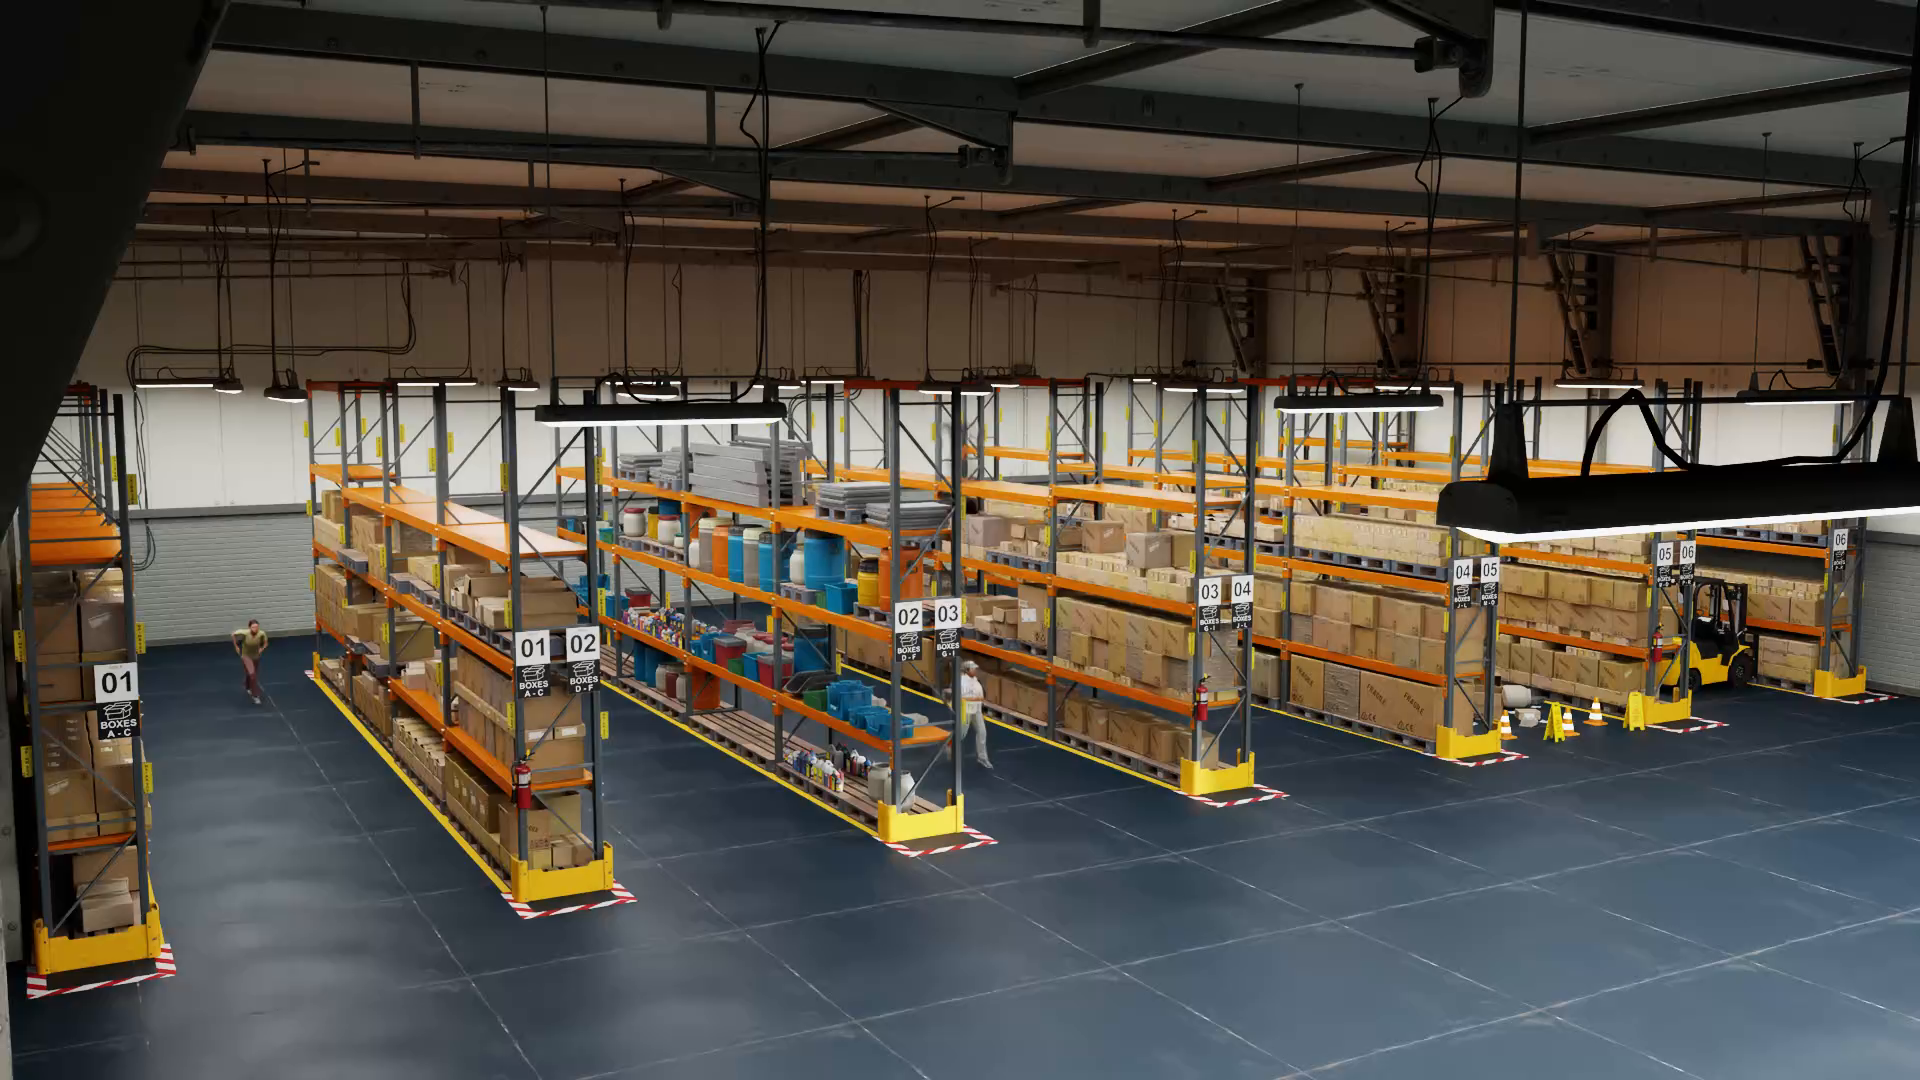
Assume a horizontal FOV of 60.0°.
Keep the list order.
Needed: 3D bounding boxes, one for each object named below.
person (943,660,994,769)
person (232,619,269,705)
[{"bbox_3d":[0.111,2.725,26.082,0.854,1.705,0.596,4,8,36],"label":"person"},{"bbox_3d":[-13.325,2.267,31.206,0.619,1.593,0.960,-4,7,-36],"label":"person"}]
